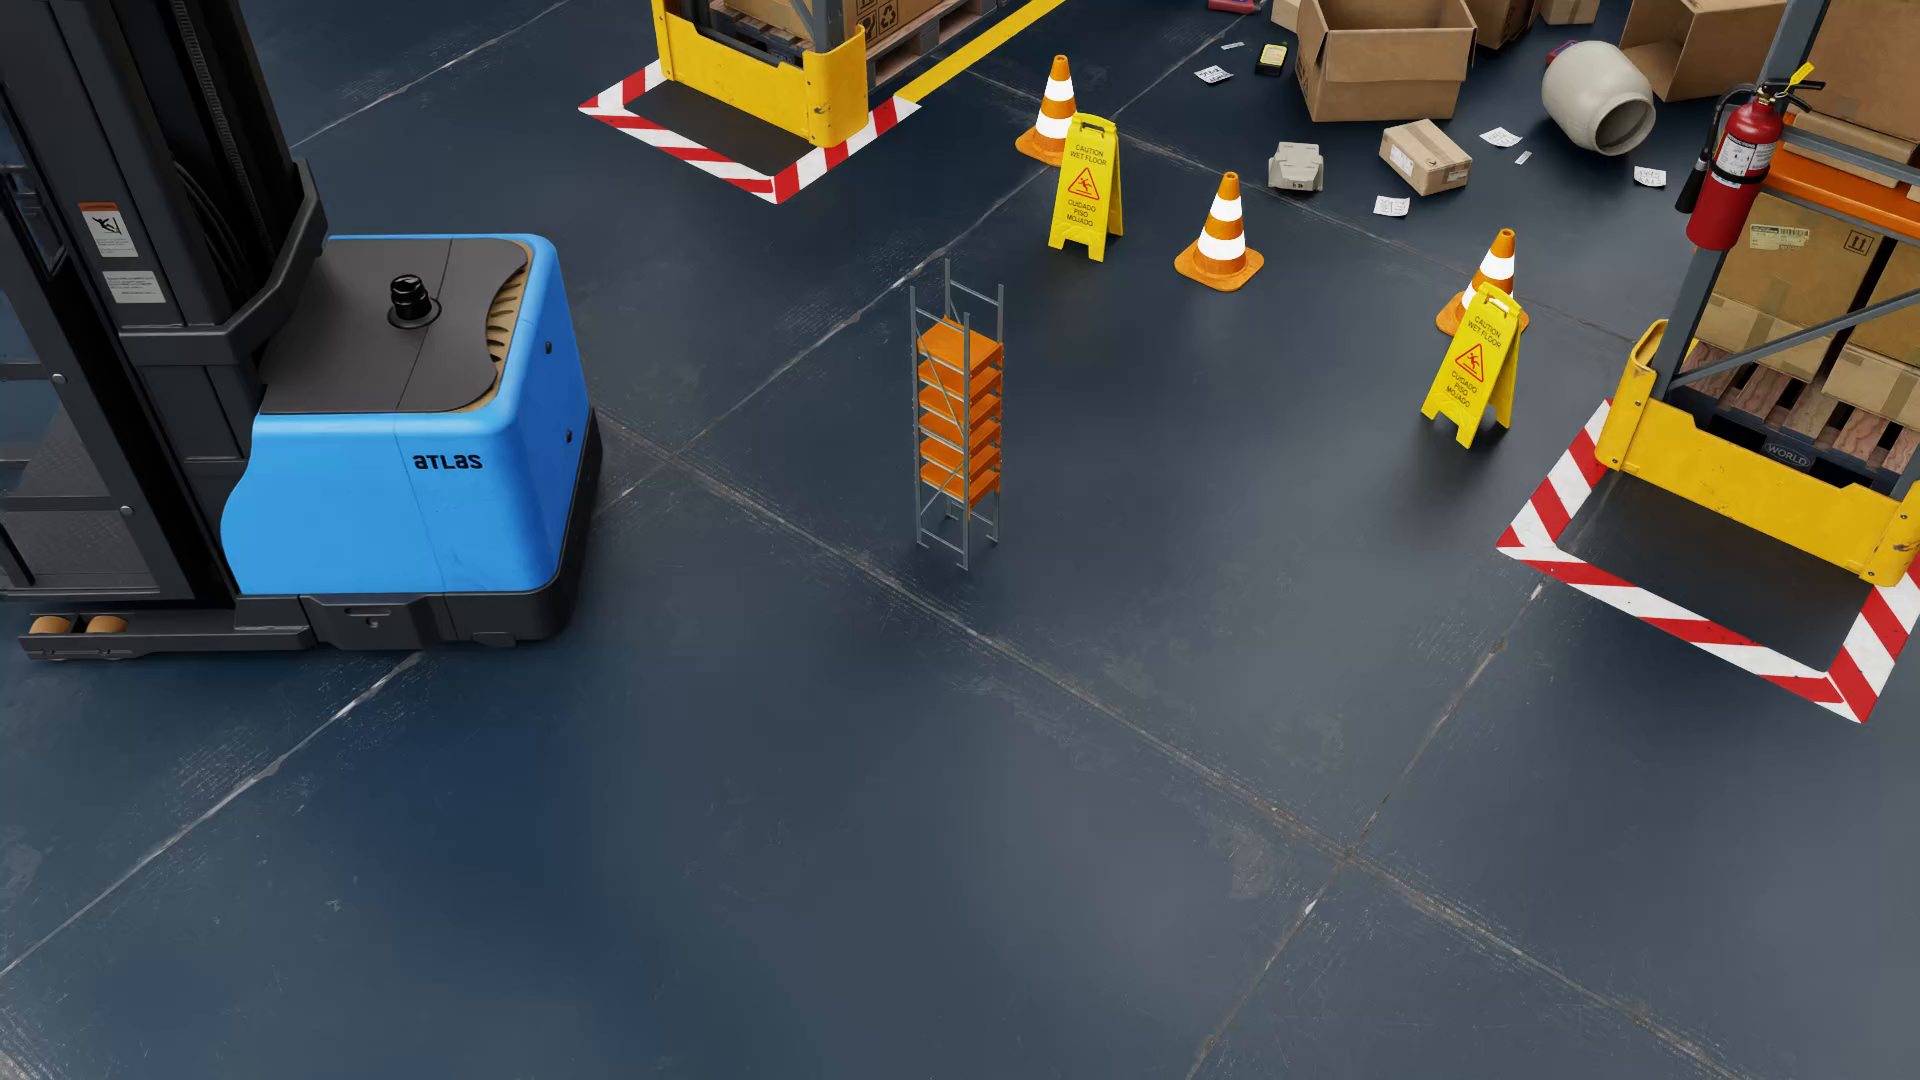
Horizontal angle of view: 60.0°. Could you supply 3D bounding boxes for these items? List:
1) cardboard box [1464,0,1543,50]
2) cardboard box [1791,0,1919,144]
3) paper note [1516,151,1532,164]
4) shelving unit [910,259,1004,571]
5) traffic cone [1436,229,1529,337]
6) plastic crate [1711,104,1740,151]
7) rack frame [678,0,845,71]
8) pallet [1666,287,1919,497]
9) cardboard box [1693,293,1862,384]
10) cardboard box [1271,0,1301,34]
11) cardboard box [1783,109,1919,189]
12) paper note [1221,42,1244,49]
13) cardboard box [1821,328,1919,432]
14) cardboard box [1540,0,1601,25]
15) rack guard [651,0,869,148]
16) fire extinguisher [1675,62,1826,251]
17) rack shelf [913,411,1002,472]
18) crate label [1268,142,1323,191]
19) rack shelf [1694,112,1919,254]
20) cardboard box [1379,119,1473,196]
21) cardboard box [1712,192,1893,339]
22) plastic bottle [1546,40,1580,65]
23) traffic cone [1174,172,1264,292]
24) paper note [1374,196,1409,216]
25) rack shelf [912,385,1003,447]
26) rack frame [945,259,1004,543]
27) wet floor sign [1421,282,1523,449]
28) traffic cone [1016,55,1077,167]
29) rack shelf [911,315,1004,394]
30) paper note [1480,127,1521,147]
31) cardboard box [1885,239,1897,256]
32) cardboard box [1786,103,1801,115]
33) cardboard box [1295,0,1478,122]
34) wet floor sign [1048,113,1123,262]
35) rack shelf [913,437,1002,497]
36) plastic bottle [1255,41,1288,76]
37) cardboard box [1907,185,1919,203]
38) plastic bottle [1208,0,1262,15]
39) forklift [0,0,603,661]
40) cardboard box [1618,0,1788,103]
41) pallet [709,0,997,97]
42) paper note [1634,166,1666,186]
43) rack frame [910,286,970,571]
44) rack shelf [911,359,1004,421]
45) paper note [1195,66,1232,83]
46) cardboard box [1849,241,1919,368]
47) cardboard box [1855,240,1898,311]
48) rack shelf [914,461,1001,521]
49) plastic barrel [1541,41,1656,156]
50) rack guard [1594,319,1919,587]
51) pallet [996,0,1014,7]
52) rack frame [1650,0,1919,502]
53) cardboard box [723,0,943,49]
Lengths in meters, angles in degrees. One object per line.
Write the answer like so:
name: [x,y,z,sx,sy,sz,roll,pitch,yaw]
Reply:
cardboard box: [2.637,-3.005,8.678,0.797,0.637,0.503,29,53,25]
cardboard box: [3.115,-1.727,5.550,0.500,0.500,0.500,28,53,24]
paper note: [2.711,-1.840,8.001,0.032,0.001,0.123,29,53,25]
shelving unit: [-0.009,-0.406,5.808,0.258,1.200,0.189,29,53,25]
traffic cone: [2.244,-1.097,6.978,0.336,0.463,0.334,29,53,25]
plastic crate: [3.838,-1.902,8.011,0.402,0.080,0.583,13,48,12]
rack frame: [-0.977,-3.288,7.316,1.000,3.000,0.127,29,53,25]
pallet: [3.573,-0.687,6.760,1.003,0.211,1.213,29,53,25]
cardboard box: [3.298,-0.948,6.692,0.500,0.250,0.500,29,53,25]
cardboard box: [1.875,-2.834,8.774,0.258,0.266,0.396,-33,55,-28]
cardboard box: [3.061,-1.379,5.666,0.380,0.149,0.250,31,54,26]
paper note: [1.430,-2.592,8.719,0.123,0.001,0.032,-17,49,-15]
cardboard box: [3.714,-0.692,6.447,0.500,0.250,0.500,29,53,25]
cardboard box: [3.251,-2.984,8.917,0.258,0.266,0.396,-2,46,-2]
rack guard: [-0.992,-2.410,8.207,1.175,0.500,0.348,29,53,25]
fire extinguisher: [2.567,-1.269,5.441,0.296,0.674,0.183,29,53,25]
rack shelf: [-0.009,-0.375,5.840,0.258,0.103,0.180,29,53,25]
crate label: [1.589,-1.758,7.835,0.250,0.136,0.298,6,47,5]
rack shelf: [4.224,-2.053,6.634,1.077,0.370,4.000,29,53,25]
cardboard box: [2.204,-1.815,7.881,0.250,0.149,0.380,-17,49,-15]
cardboard box: [3.285,-1.185,6.400,0.500,0.500,0.500,30,53,25]
plastic bottle: [3.174,-2.522,8.616,0.283,0.061,0.133,-33,55,-28]
traffic cone: [1.157,-1.393,7.261,0.336,0.463,0.334,29,53,25]
paper note: [2.004,-1.552,7.712,0.148,0.019,0.142,13,48,12]
rack shelf: [-0.009,-0.458,5.754,0.258,0.103,0.180,29,53,25]
rack frame: [0.047,-0.459,5.858,0.240,1.200,0.006,29,53,25]
wet floor sign: [2.039,-0.708,6.480,0.232,0.644,0.267,-25,51,-22]
traffic cone: [0.471,-2.087,7.924,0.336,0.463,0.334,29,53,25]
rack shelf: [-0.009,-0.624,5.580,0.258,0.103,0.180,29,53,25]
paper note: [2.642,-1.968,8.117,0.142,0.019,0.148,-25,51,-22]
cardboard box: [3.601,-1.485,6.687,0.500,0.500,0.500,31,54,26]
cardboard box: [3.128,-1.573,5.852,0.380,0.149,0.250,29,53,25]
cardboard box: [2.072,-2.419,8.213,0.797,0.503,0.637,-2,46,-2]
wet floor sign: [0.572,-1.582,7.315,0.267,0.644,0.232,21,50,19]
rack shelf: [-0.009,-0.293,5.927,0.258,0.103,0.180,29,53,25]
plastic bottle: [1.617,-2.499,8.595,0.133,0.061,0.283,13,48,12]
cardboard box: [3.373,-1.173,5.470,0.380,0.149,0.250,29,53,25]
plastic bottle: [1.494,-2.902,8.980,0.283,0.061,0.133,13,48,12]
forklift: [-2.897,-0.977,5.156,3.031,2.935,1.130,-1,46,-1]
cardboard box: [3.715,-2.572,8.359,0.500,0.500,0.500,-9,47,-8]
pallet: [-0.550,-2.816,8.795,1.003,0.211,1.213,29,53,25]
paper note: [3.272,-1.726,7.878,0.142,0.019,0.148,13,48,12]
rack frame: [-0.065,-0.354,5.758,0.240,1.200,0.006,29,53,25]
rack shelf: [-0.009,-0.541,5.667,0.258,0.103,0.180,29,53,25]
paper note: [1.299,-2.384,8.508,0.142,0.017,0.144,-25,51,-22]
cardboard box: [3.728,-0.965,6.189,0.500,0.500,0.500,28,52,24]
cardboard box: [3.606,-1.227,6.959,0.500,0.250,0.500,29,53,25]
rack shelf: [-0.009,-0.210,6.014,0.258,0.103,0.180,29,53,25]
plastic barrel: [3.066,-2.118,7.981,0.421,0.421,0.512,-9,47,-8]
rack guard: [3.048,-0.337,6.226,1.175,0.500,0.348,29,53,25]
pallet: [0.196,-3.512,9.459,1.003,0.211,1.213,29,53,25]
rack frame: [3.002,-1.157,5.281,1.000,3.000,0.127,29,53,25]
cardboard box: [-0.615,-3.116,8.331,0.875,0.875,0.875,29,53,25]
